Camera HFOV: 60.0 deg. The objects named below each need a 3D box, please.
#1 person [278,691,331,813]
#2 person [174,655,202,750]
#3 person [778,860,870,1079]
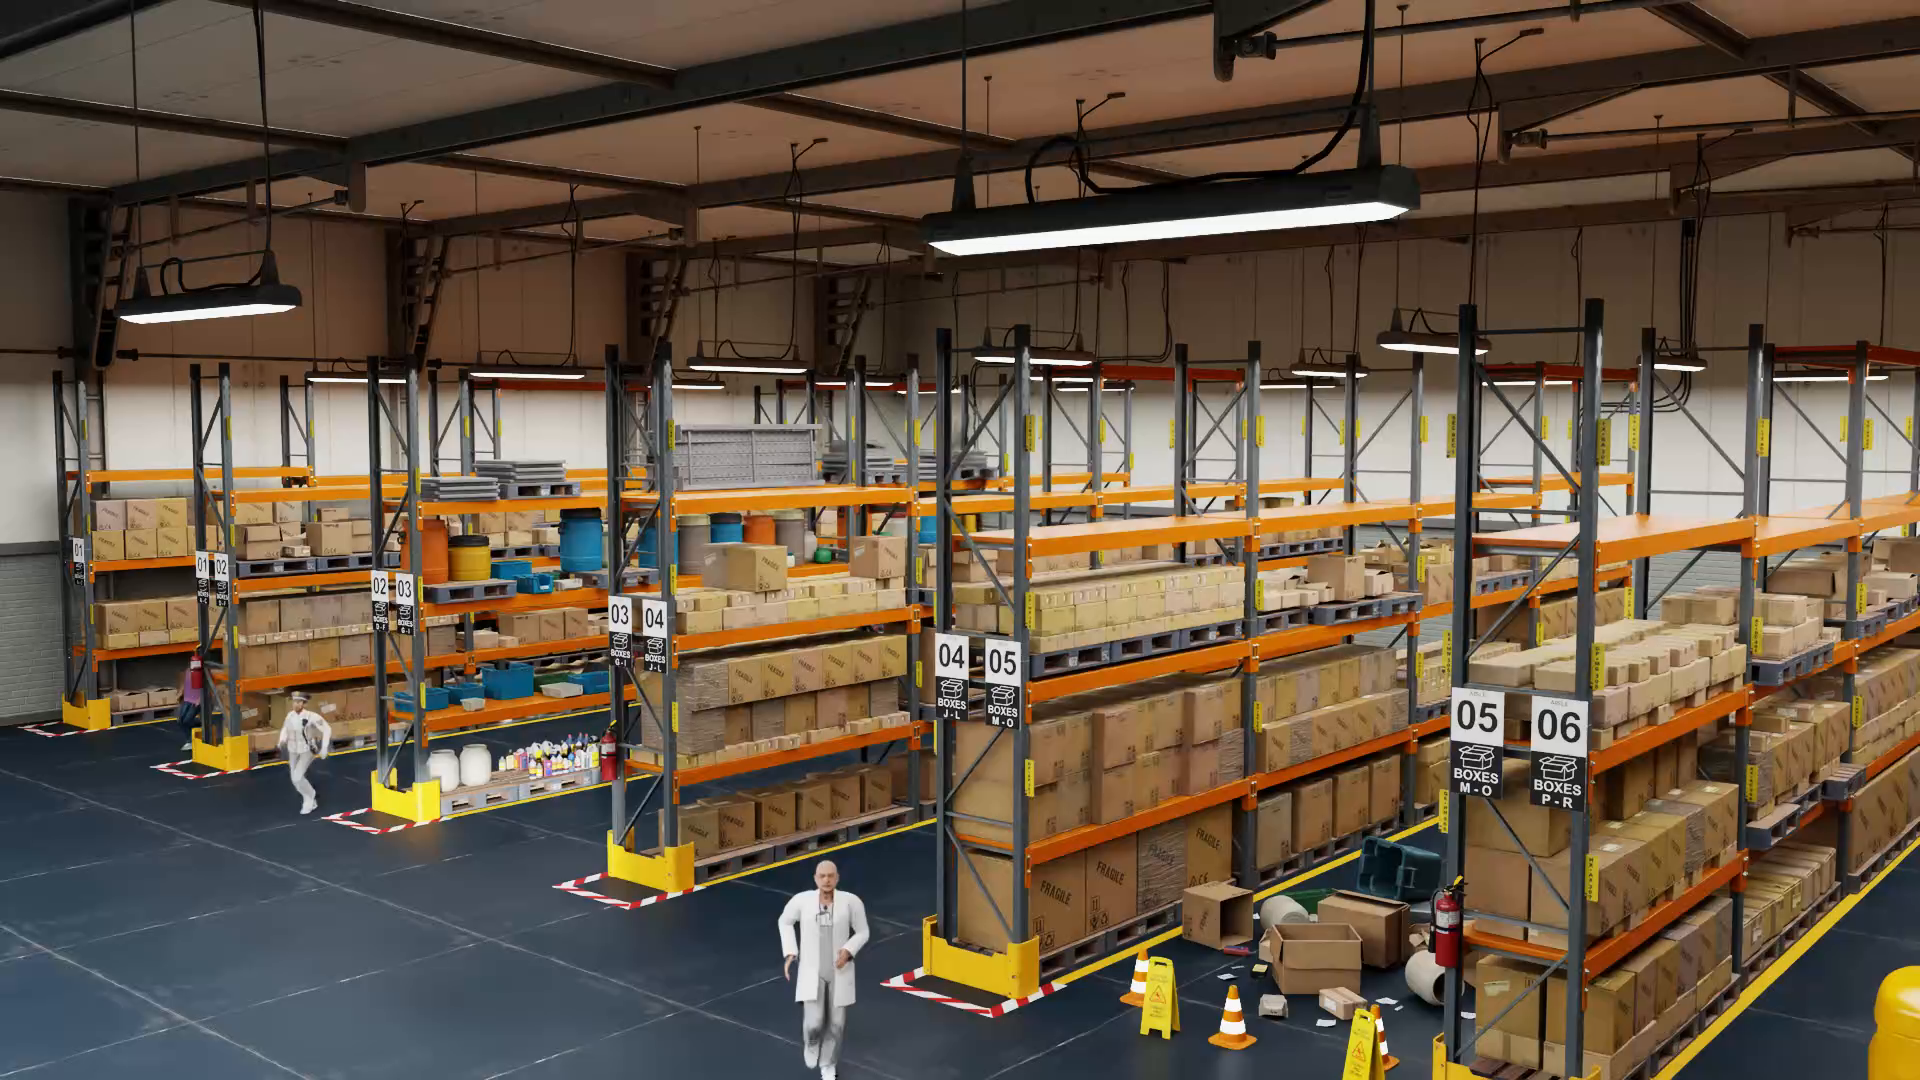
[{"bbox_3d":[-8.592,2.780,21.718,0.636,1.648,0.642,1,4,15],"label":"person"},{"bbox_3d":[-11.979,2.533,26.077,0.585,1.553,0.504,2,5,27],"label":"person"},{"bbox_3d":[-1.047,3.366,12.912,0.708,1.740,0.629,-1,4,-7],"label":"person"}]
